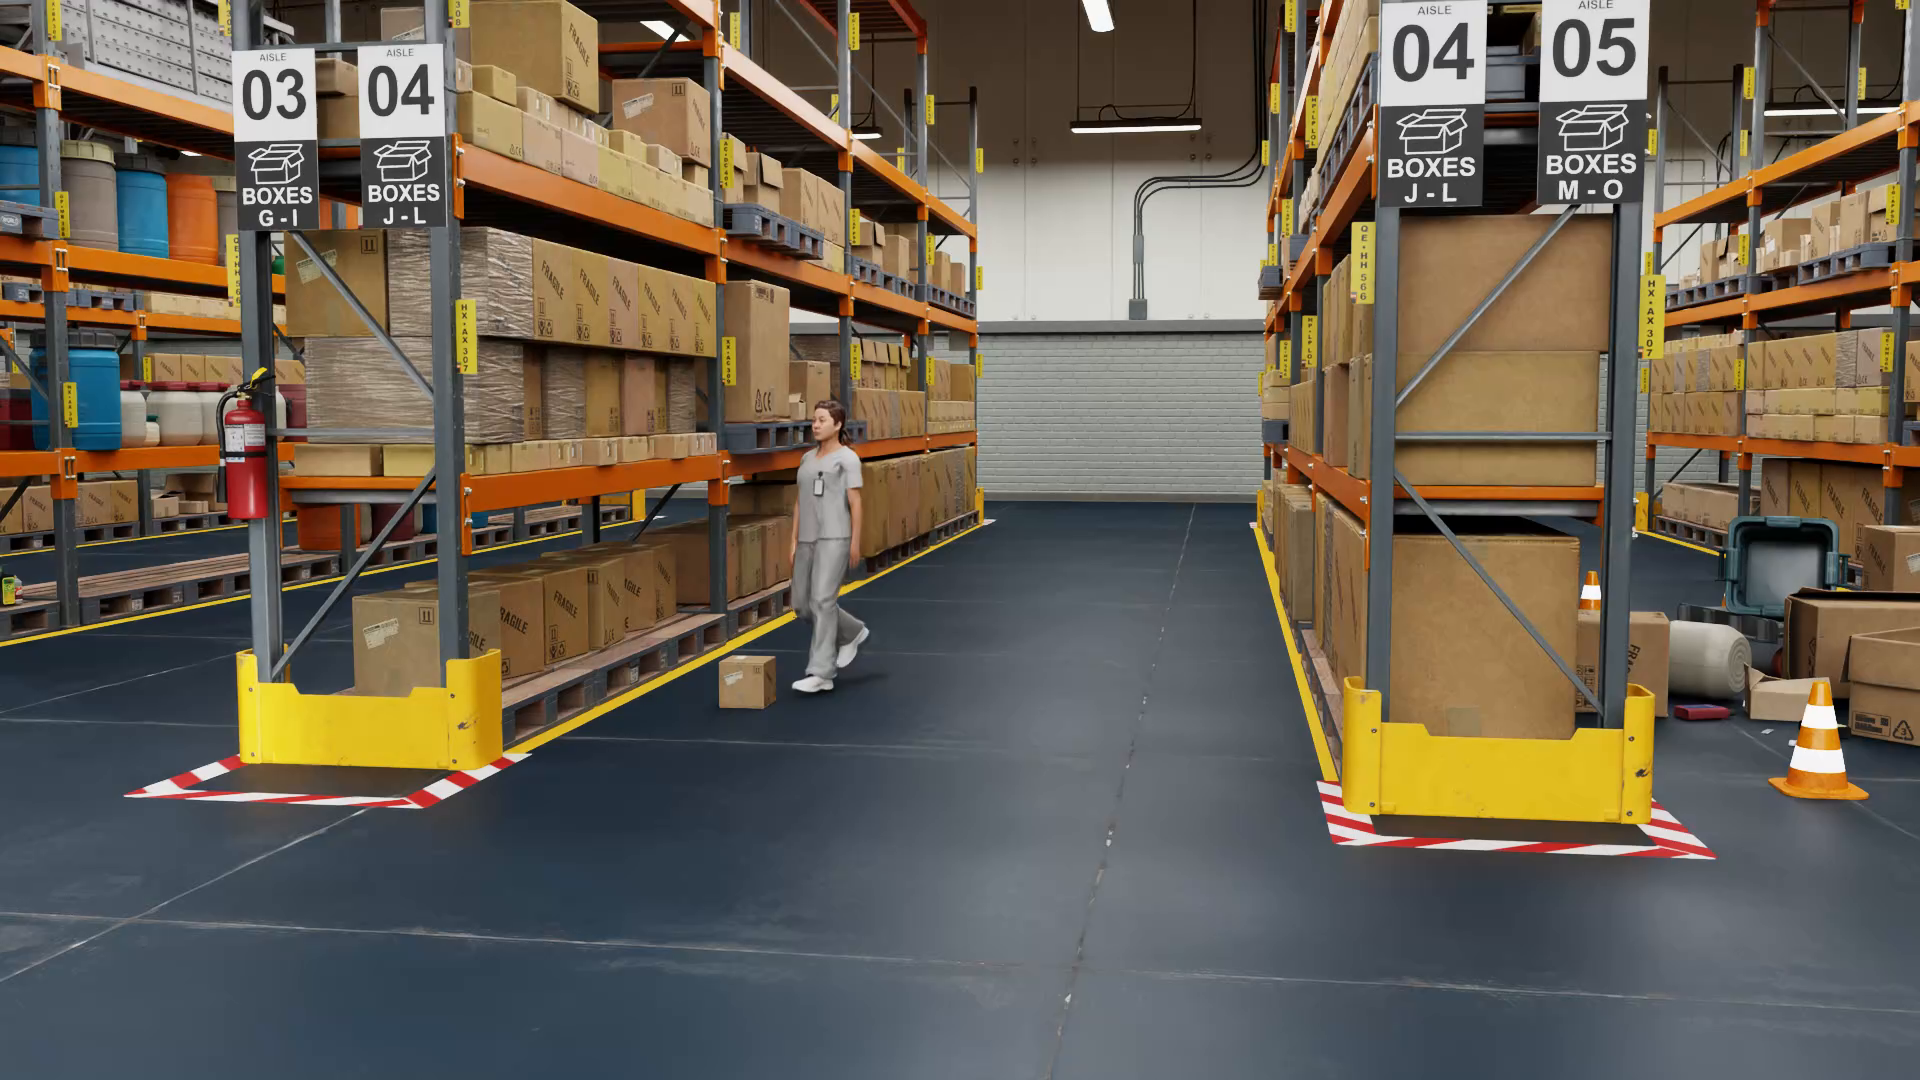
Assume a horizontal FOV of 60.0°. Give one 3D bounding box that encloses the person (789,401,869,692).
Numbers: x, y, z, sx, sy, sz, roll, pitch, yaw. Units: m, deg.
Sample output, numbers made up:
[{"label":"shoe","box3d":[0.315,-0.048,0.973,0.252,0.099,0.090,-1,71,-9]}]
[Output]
[{"label":"person","box3d":[-0.768,0.017,9.638,0.457,1.646,0.769,4,6,41]}]
